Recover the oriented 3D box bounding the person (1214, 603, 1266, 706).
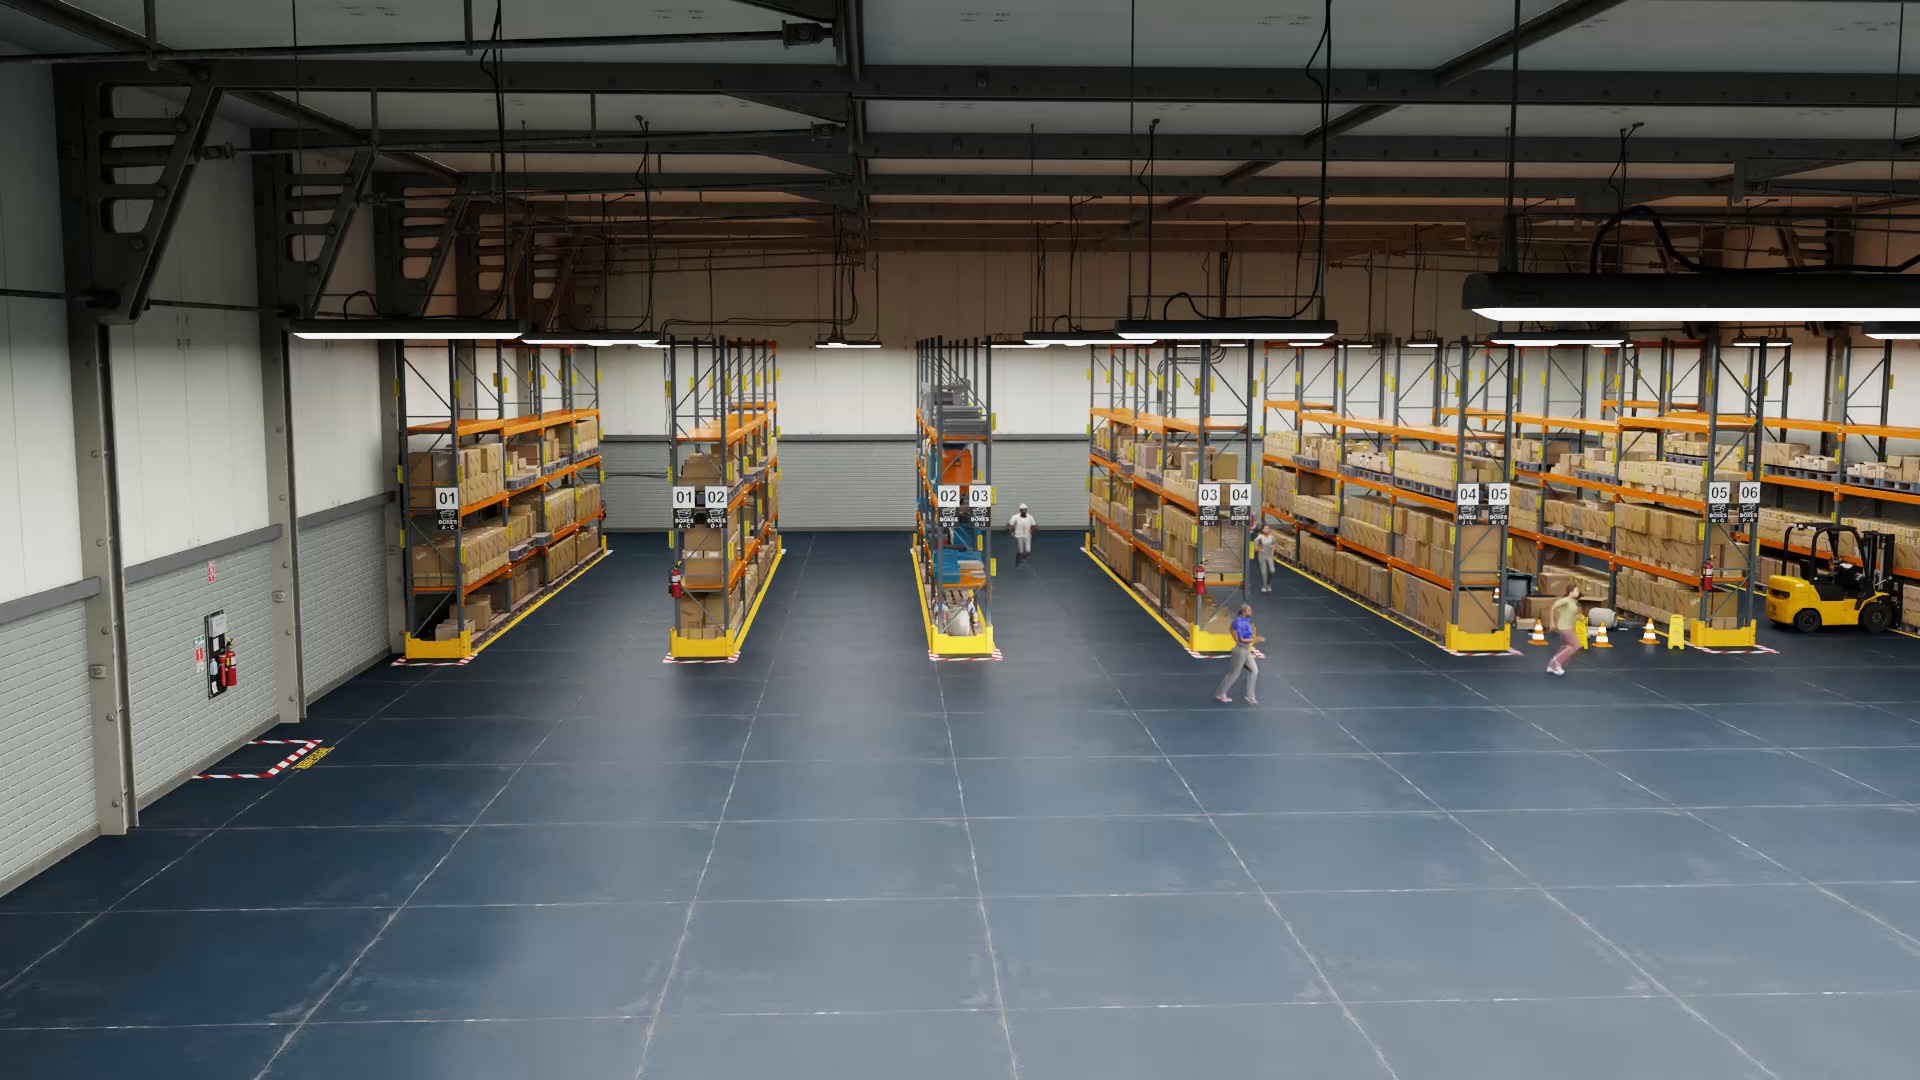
[{"bbox_3d":[4.544,1.868,26.890,0.810,1.719,0.526,2,7,21],"label":"person"}]

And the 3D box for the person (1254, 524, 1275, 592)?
[{"bbox_3d":[7.233,0.437,39.331,0.565,1.629,0.608,-1,7,-5],"label":"person"}]

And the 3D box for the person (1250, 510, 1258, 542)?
[{"bbox_3d":[7.644,-0.186,44.307,0.632,1.748,0.601,0,6,0],"label":"person"}]

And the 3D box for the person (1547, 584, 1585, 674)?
[{"bbox_3d":[10.726,1.574,29.403,0.622,1.611,0.584,5,8,38],"label":"person"}]

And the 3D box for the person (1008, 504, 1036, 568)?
[{"bbox_3d":[1.624,-0.093,42.868,0.699,1.683,0.578,-1,7,-12],"label":"person"}]
